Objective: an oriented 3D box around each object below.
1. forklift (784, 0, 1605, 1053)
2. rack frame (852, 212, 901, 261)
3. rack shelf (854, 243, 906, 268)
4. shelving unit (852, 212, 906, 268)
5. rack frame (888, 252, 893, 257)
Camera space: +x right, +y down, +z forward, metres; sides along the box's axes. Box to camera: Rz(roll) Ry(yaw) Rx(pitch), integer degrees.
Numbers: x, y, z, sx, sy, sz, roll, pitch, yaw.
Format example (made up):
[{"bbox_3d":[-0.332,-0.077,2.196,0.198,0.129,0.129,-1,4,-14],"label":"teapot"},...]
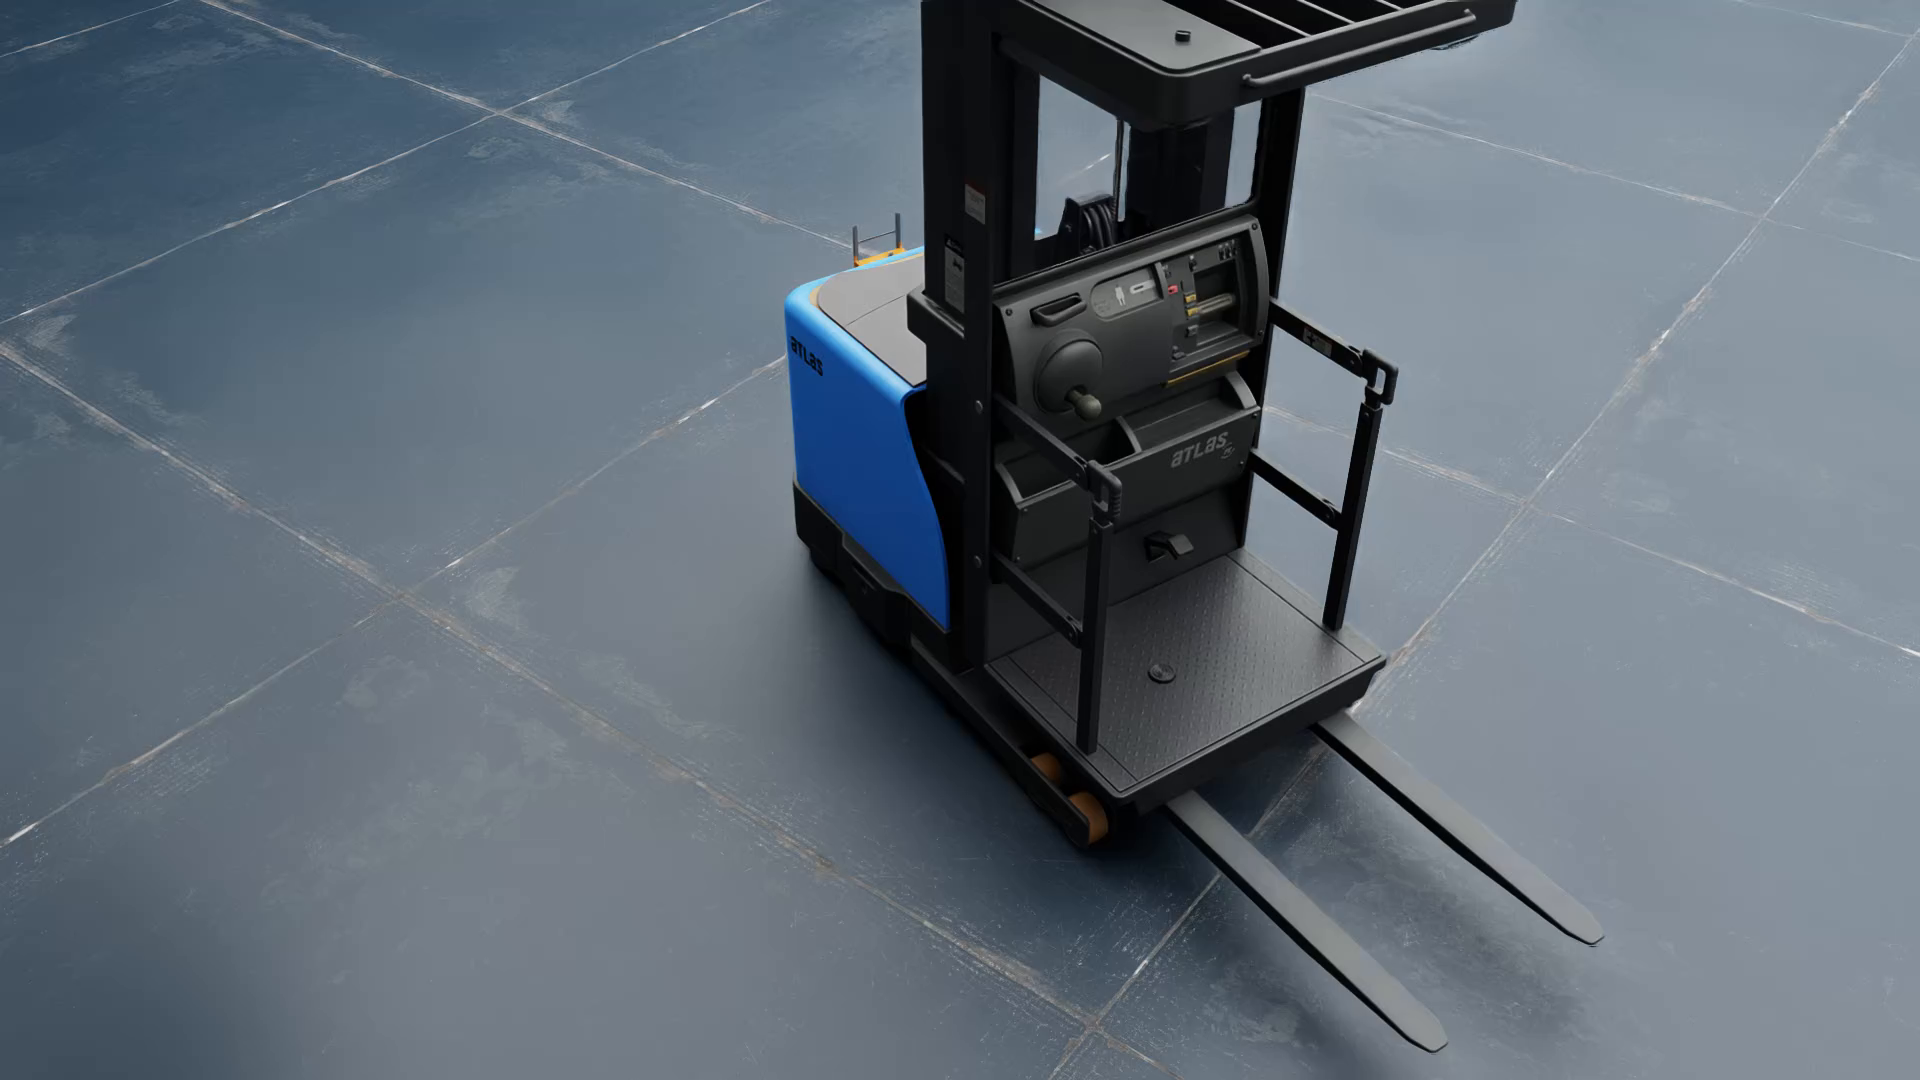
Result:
[{"bbox_3d":[0.631,-0.564,4.592,1.130,2.935,3.031,-23,43,-26],"label":"forklift"},{"bbox_3d":[-0.304,-0.750,6.356,0.200,1.050,0.008,-23,43,-26],"label":"rack frame"},{"bbox_3d":[-0.236,-0.903,6.108,0.215,0.259,0.240,-23,43,-26],"label":"rack shelf"},{"bbox_3d":[-0.236,-0.688,6.277,0.215,1.050,0.252,-23,43,-26],"label":"shelving unit"},{"bbox_3d":[-0.167,-0.625,6.197,0.200,1.050,0.008,-23,43,-26],"label":"rack frame"}]
